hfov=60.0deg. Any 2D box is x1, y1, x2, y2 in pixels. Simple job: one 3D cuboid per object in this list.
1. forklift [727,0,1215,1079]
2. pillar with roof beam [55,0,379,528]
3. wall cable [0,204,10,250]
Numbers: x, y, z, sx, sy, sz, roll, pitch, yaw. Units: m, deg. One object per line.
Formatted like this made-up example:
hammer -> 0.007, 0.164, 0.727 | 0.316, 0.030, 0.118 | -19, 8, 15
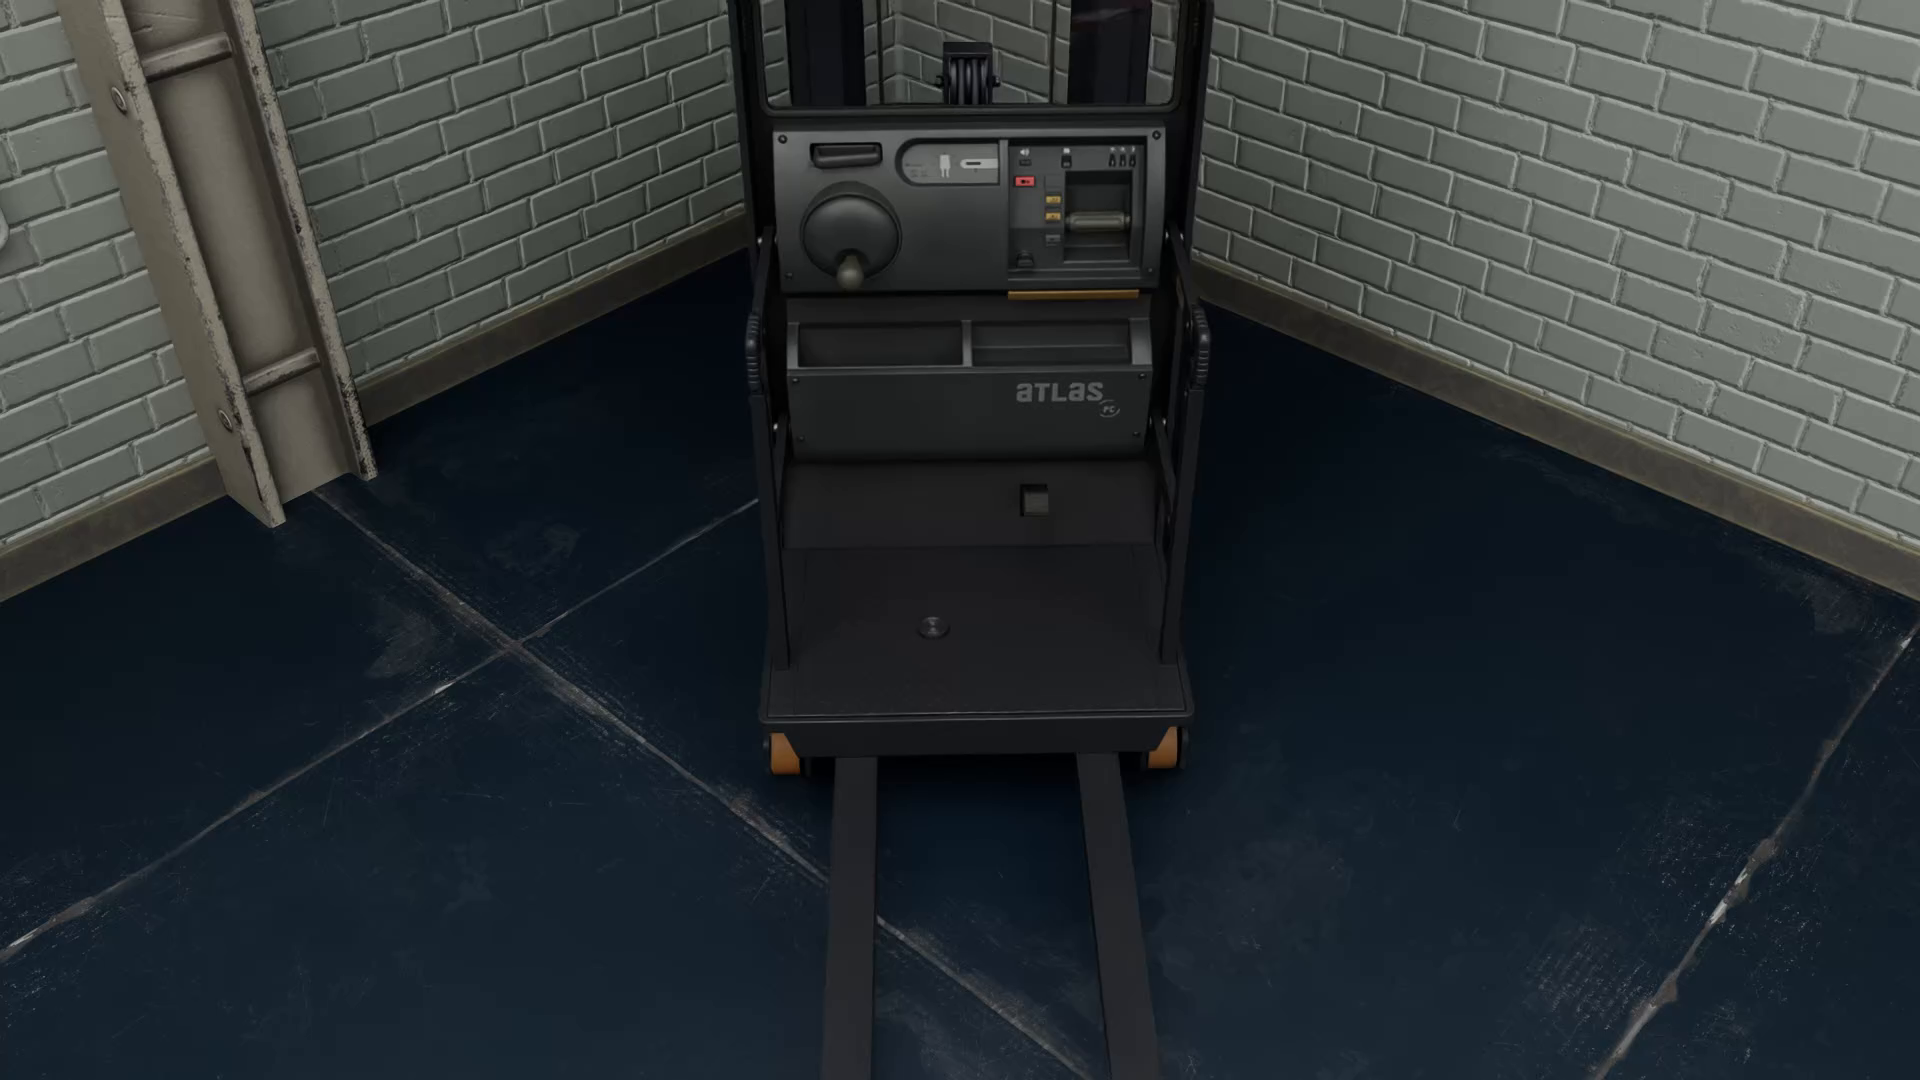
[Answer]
forklift -> 0.031, -0.720, 3.800 | 1.130, 2.935, 3.031 | -1, 38, -1
pillar with roof beam -> 1.004, -1.907, 0.418 | 9.100, 9.000, 0.400 | 30, 47, 32
wall cable -> -3.191, -1.146, 3.465 | 0.084, 1.984, 1.851 | 30, 47, 32
